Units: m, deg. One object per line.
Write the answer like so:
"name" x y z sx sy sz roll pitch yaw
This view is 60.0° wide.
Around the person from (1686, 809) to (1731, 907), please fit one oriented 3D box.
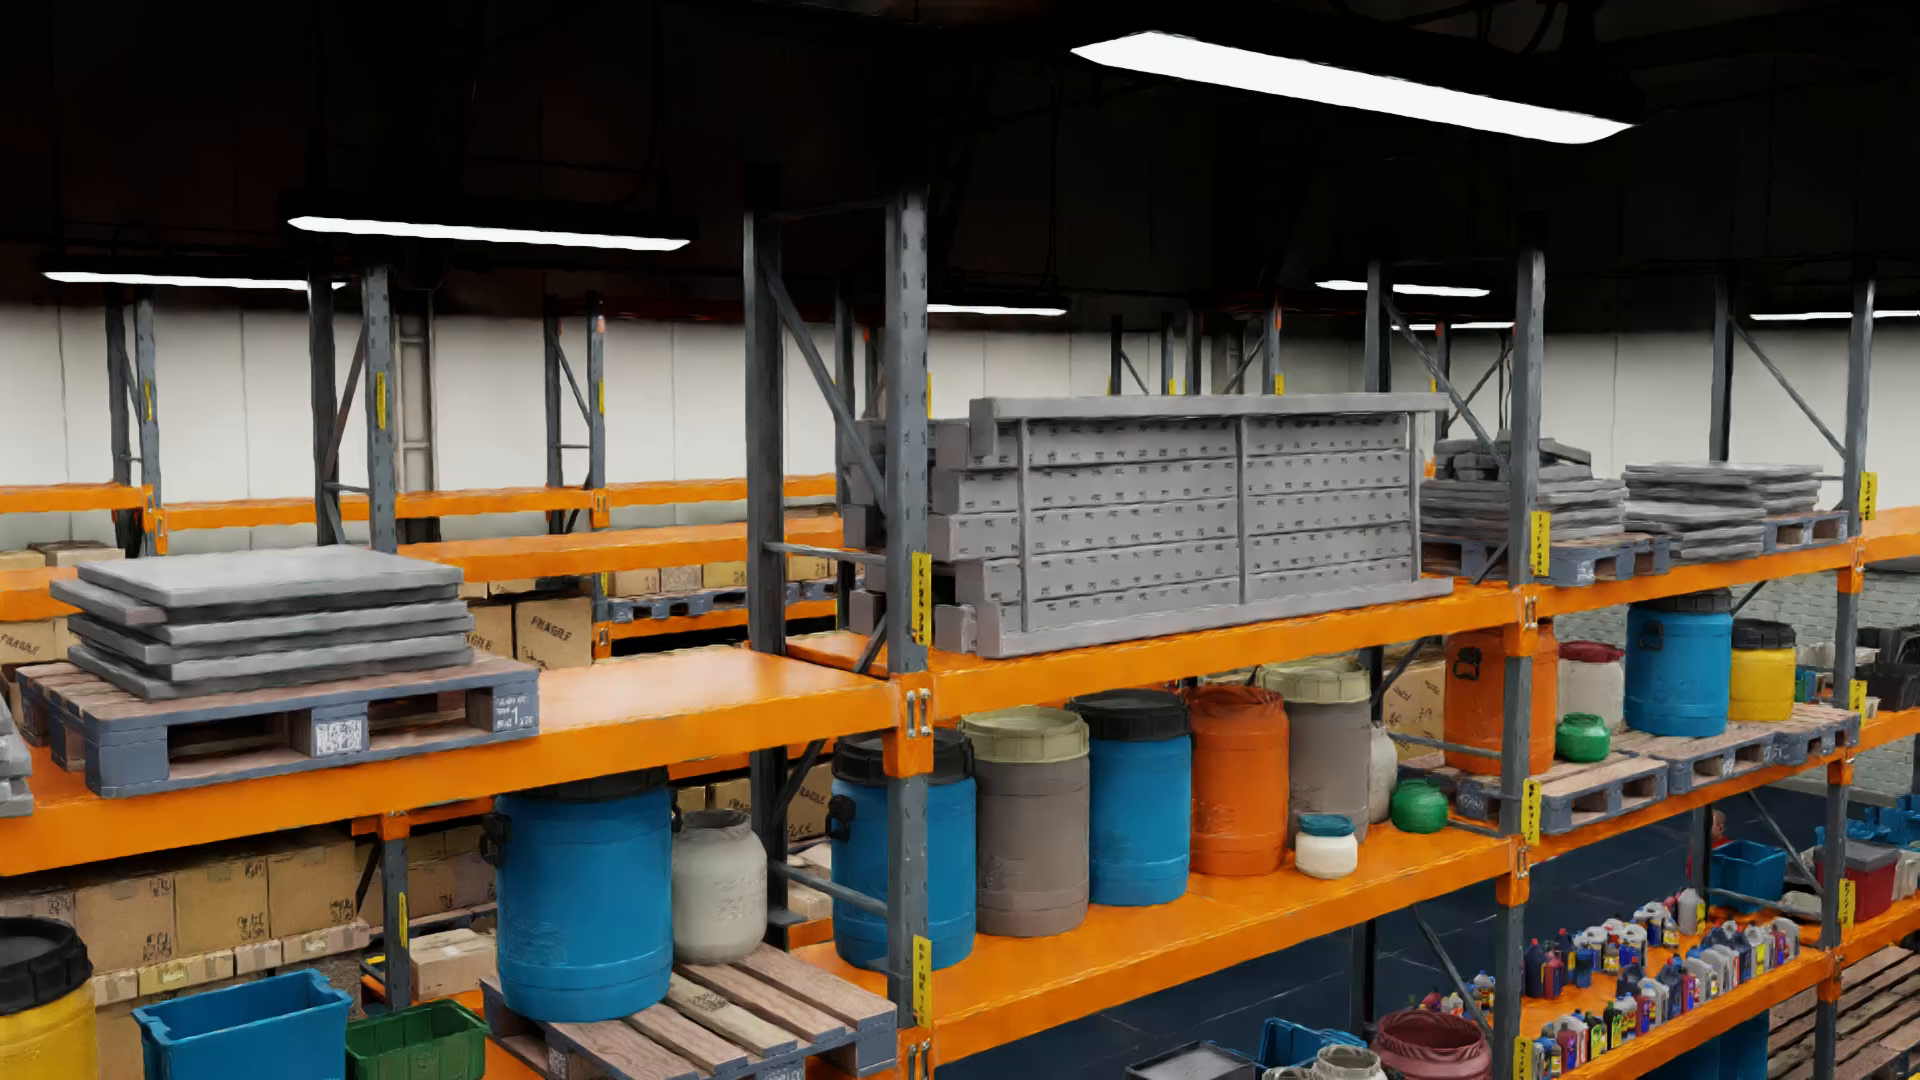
"person" 6.145 3.018 13.597 1.031 1.657 0.533 -3 6 -31
